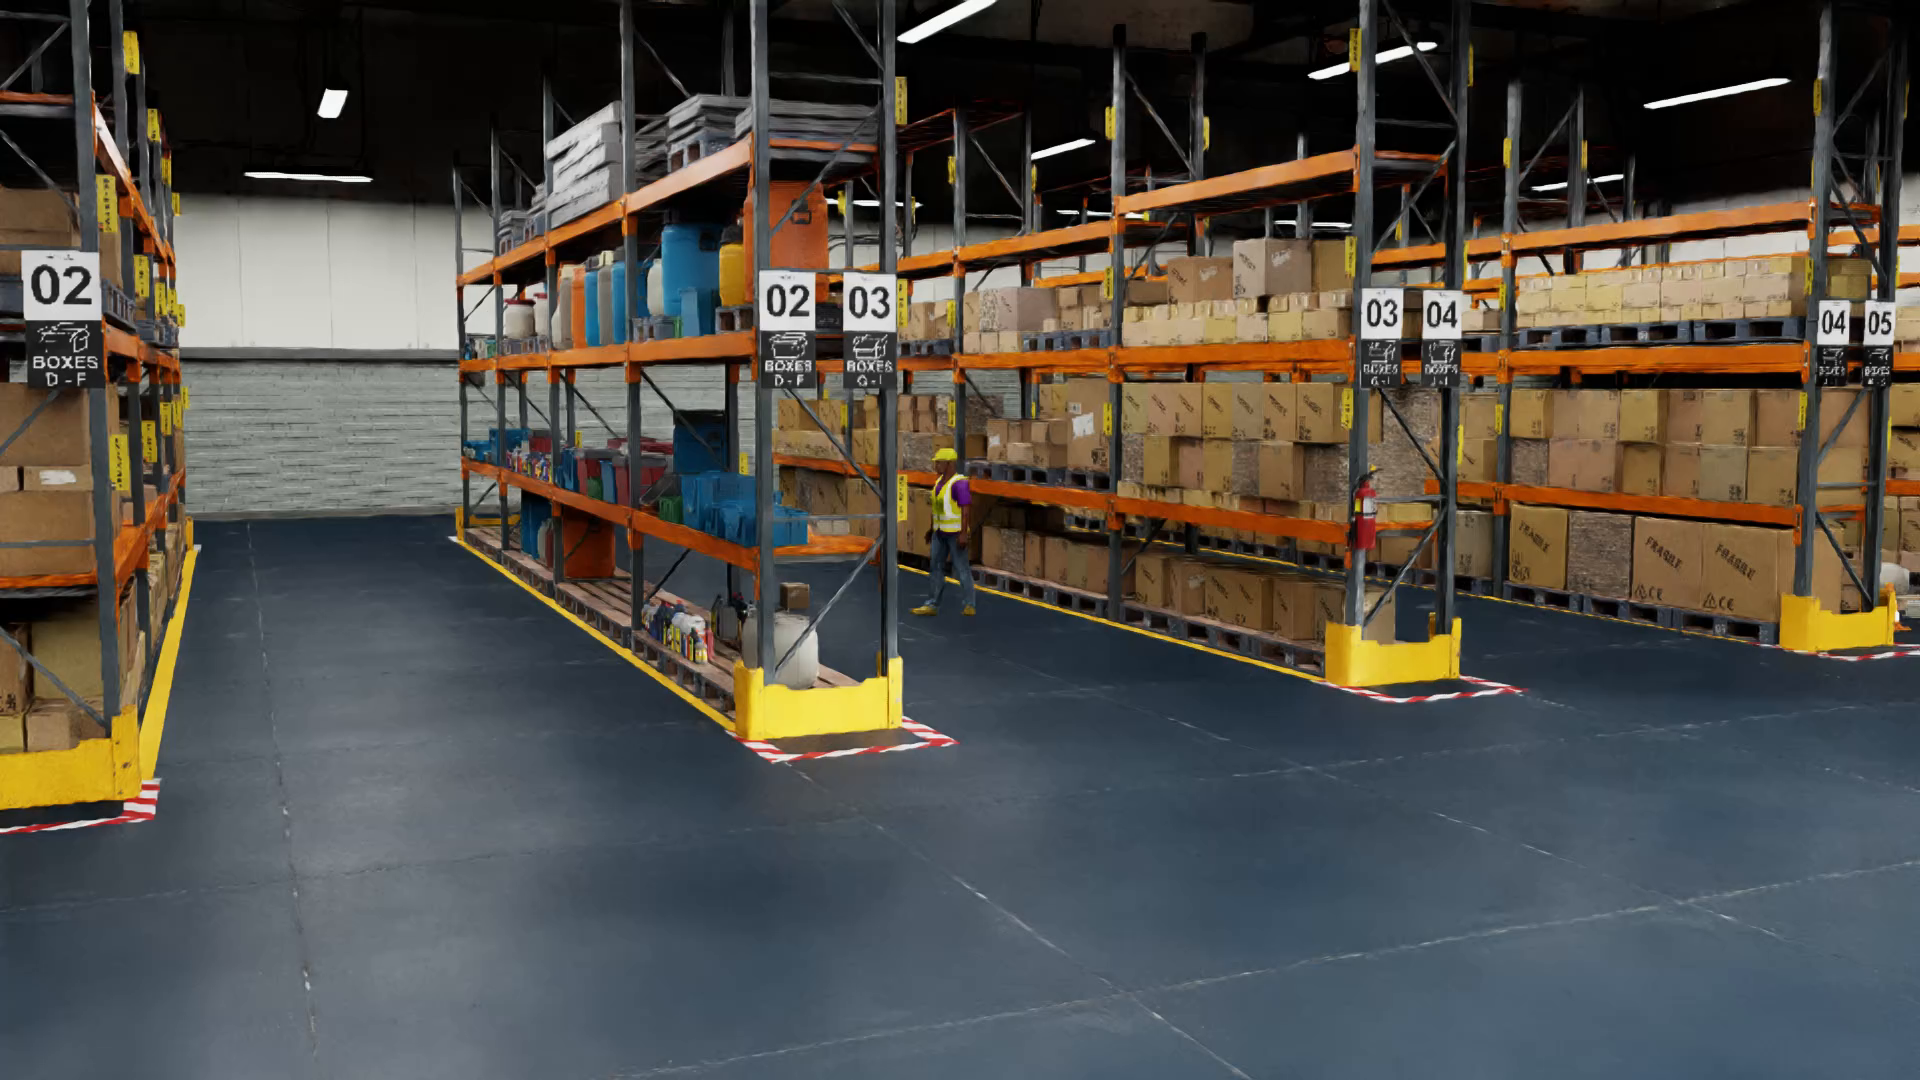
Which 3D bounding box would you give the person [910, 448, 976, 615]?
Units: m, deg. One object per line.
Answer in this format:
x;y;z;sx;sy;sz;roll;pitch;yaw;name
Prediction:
-0.174;-0.083;17.422;0.628;1.766;0.708;-4;7;-37;person
